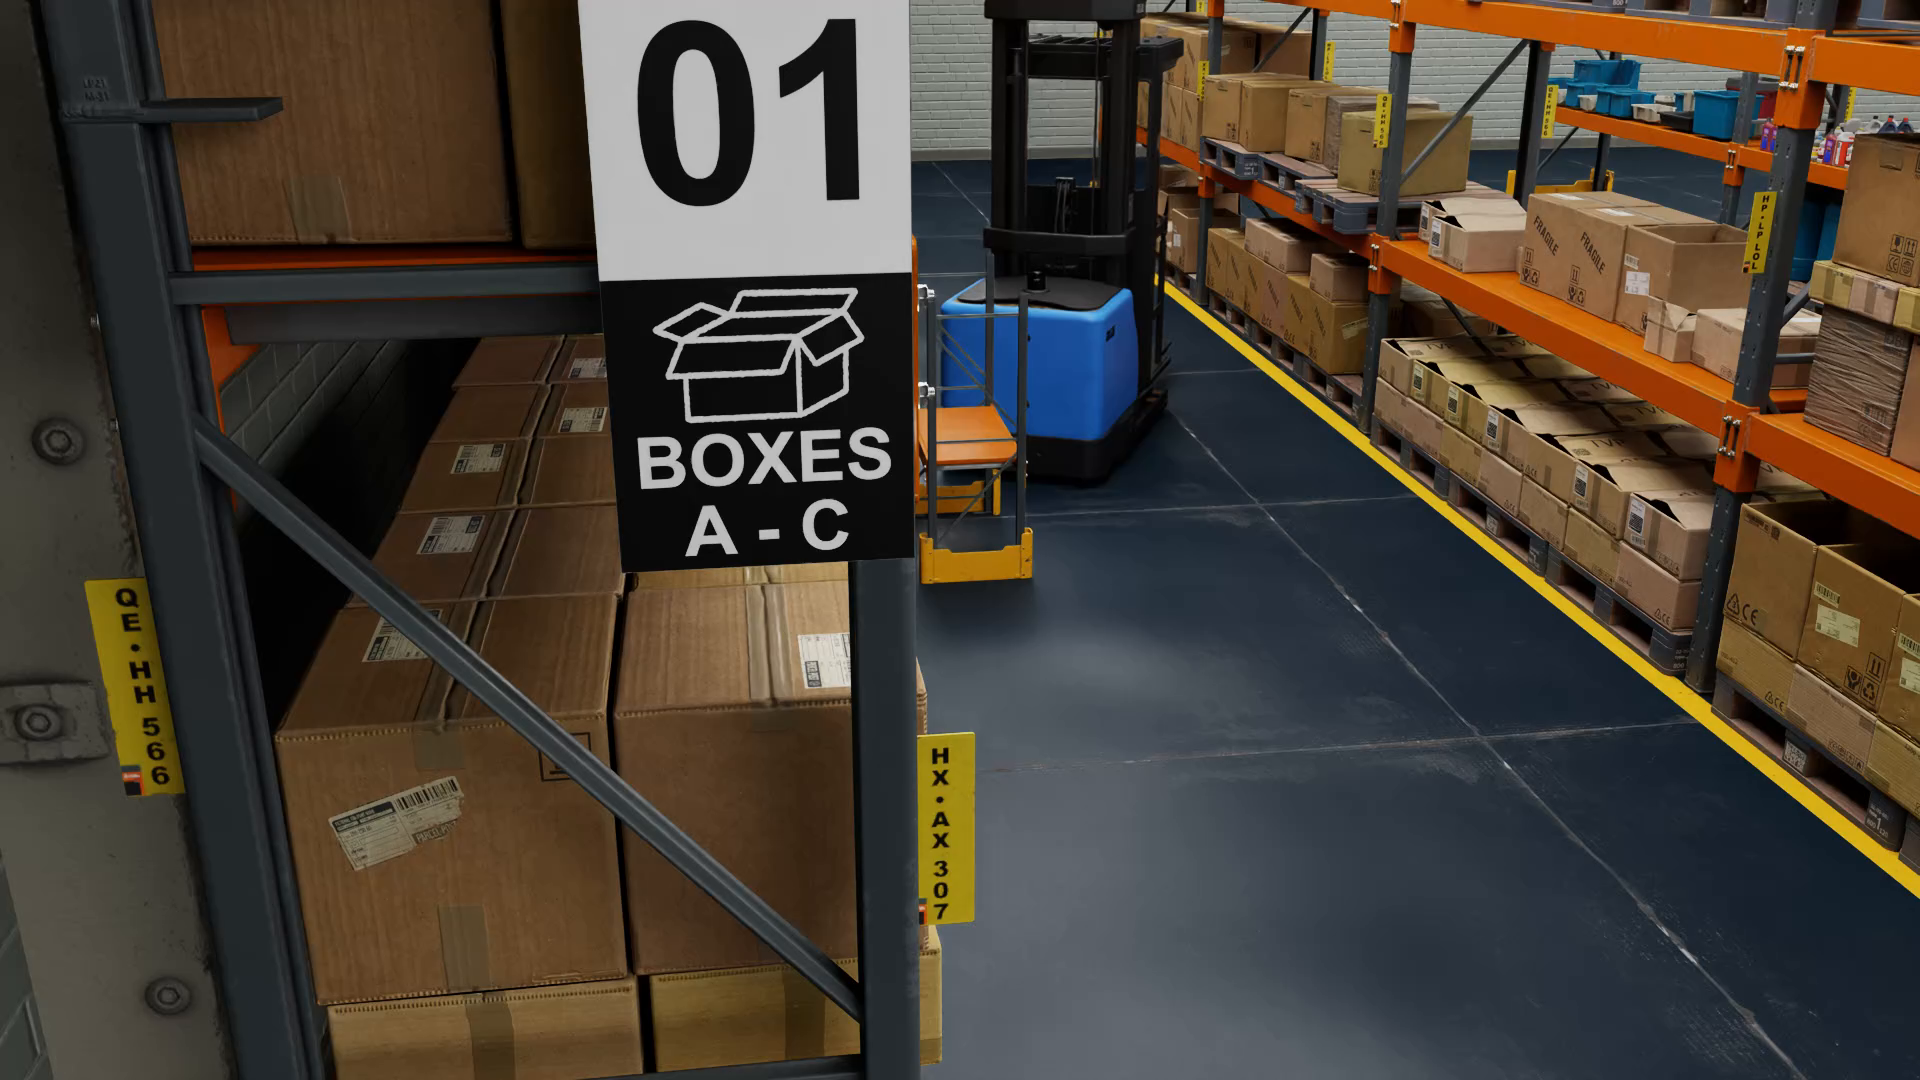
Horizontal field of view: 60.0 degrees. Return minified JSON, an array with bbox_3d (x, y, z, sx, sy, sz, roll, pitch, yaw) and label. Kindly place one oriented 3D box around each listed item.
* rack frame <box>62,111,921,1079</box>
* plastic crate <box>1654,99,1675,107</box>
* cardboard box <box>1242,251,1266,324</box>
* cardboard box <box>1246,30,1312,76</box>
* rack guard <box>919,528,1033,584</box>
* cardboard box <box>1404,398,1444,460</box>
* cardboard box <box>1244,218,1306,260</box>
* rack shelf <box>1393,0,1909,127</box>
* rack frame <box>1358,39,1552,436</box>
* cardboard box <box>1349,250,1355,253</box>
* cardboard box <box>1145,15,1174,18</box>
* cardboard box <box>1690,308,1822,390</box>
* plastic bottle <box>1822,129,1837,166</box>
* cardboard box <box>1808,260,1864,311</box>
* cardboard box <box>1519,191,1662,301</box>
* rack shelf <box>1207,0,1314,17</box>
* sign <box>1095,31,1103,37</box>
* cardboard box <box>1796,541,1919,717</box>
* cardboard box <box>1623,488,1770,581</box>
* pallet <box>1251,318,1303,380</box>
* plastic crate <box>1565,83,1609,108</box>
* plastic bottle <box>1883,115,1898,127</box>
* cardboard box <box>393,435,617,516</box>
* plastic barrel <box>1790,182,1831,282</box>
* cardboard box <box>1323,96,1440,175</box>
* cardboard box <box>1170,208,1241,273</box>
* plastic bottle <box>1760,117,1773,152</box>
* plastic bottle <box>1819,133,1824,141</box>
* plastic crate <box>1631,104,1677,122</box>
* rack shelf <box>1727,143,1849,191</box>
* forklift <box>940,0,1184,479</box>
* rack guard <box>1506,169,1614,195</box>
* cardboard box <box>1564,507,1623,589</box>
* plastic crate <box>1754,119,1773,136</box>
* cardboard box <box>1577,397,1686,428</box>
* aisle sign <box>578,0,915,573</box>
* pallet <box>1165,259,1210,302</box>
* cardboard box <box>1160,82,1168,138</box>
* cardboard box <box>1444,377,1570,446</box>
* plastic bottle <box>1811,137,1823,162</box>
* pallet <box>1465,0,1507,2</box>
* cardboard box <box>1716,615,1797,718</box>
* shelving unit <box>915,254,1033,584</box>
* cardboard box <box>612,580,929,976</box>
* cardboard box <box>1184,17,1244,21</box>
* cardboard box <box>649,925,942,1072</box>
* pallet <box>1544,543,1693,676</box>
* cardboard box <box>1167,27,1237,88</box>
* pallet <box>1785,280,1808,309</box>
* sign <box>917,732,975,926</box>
[{"bbox_3d":[-0.564,0.873,2.592,1.000,3.000,0.127,-3,21,-8],"label":"rack frame"},{"bbox_3d":[7.382,-4.500,17.268,0.298,0.136,0.250,-3,21,-8],"label":"plastic crate"},{"bbox_3d":[2.588,-2.031,13.310,0.500,0.500,0.500,-3,21,-7],"label":"cardboard box"},{"bbox_3d":[2.818,-4.225,14.671,0.500,0.500,0.500,-2,21,-6],"label":"cardboard box"},{"bbox_3d":[0.083,0.082,8.640,0.587,0.250,0.087,-3,21,-8],"label":"rack guard"},{"bbox_3d":[3.042,-0.686,10.097,0.500,0.250,0.500,-3,21,-9],"label":"cardboard box"},{"bbox_3d":[2.580,-2.393,13.209,0.500,0.250,0.500,-3,21,-8],"label":"cardboard box"},{"bbox_3d":[3.472,-2.524,8.427,1.077,0.370,4.000,-3,21,-8],"label":"rack shelf"},{"bbox_3d":[3.184,-2.148,10.680,1.000,3.000,0.127,-3,21,-8],"label":"rack frame"},{"bbox_3d":[3.097,-2.066,13.405,0.500,0.500,0.500,-3,21,-7],"label":"cardboard box"},{"bbox_3d":[1.917,-5.086,16.973,0.500,0.500,0.500,-3,21,-7],"label":"cardboard box"},{"bbox_3d":[3.646,-0.861,7.449,0.500,0.250,0.500,-2,21,-4],"label":"cardboard box"},{"bbox_3d":[7.268,-3.271,13.853,0.061,0.283,0.133,-3,21,-8],"label":"plastic bottle"},{"bbox_3d":[3.607,-1.011,6.566,0.380,0.149,0.250,-3,21,-8],"label":"cardboard box"},{"bbox_3d":[3.442,-1.615,9.109,0.500,0.500,0.500,-4,21,-11],"label":"cardboard box"},{"bbox_3d":[2.319,-5.294,15.843,1.077,0.370,4.000,-3,21,-8],"label":"rack shelf"},{"bbox_3d":[1.494,-5.296,17.871,0.100,0.325,0.005,-3,21,-8],"label":"sign"},{"bbox_3d":[3.597,0.326,6.314,0.500,0.500,0.500,-3,21,-8],"label":"cardboard box"},{"bbox_3d":[3.418,-0.060,7.618,0.500,0.311,0.500,-3,21,-8],"label":"cardboard box"},{"bbox_3d":[2.941,-1.524,12.994,1.003,0.211,1.213,-3,21,-8],"label":"pallet"},{"bbox_3d":[6.737,-4.786,17.897,0.416,0.233,0.300,-3,21,-8],"label":"plastic crate"},{"bbox_3d":[7.966,-3.457,14.254,0.144,0.351,0.185,-3,21,-8],"label":"plastic bottle"},{"bbox_3d":[-0.984,0.077,3.838,0.500,0.500,0.500,-3,21,-9],"label":"cardboard box"},{"bbox_3d":[7.571,-2.806,14.841,0.600,0.901,0.708,-3,21,-8],"label":"plastic barrel"},{"bbox_3d":[3.039,-2.930,12.031,0.700,0.500,0.500,1,20,2],"label":"cardboard box"},{"bbox_3d":[2.244,-2.751,15.238,0.500,0.500,0.500,-3,21,-8],"label":"cardboard box"},{"bbox_3d":[7.140,-3.578,14.676,0.061,0.283,0.133,-3,21,-8],"label":"plastic bottle"},{"bbox_3d":[7.373,-3.395,14.303,0.097,0.201,0.097,0,20,0],"label":"plastic bottle"},{"bbox_3d":[6.961,-4.274,16.663,0.293,0.136,0.466,-3,21,-8],"label":"plastic crate"},{"bbox_3d":[7.798,-2.752,13.325,1.077,0.370,4.000,-3,21,-8],"label":"rack shelf"},{"bbox_3d":[0.812,-2.222,10.977,1.130,2.935,3.031,7,21,17],"label":"forklift"},{"bbox_3d":[6.916,-4.003,19.219,1.175,0.500,0.348,-3,21,-8],"label":"rack guard"},{"bbox_3d":[3.343,0.024,8.194,0.500,0.250,0.500,-3,21,-9],"label":"cardboard box"},{"bbox_3d":[7.584,-3.854,15.540,0.396,0.136,0.243,-3,21,-8],"label":"plastic crate"},{"bbox_3d":[3.724,-0.622,9.123,0.500,0.311,0.500,-2,21,-6],"label":"cardboard box"},{"bbox_3d":[-0.257,-0.335,2.111,0.394,0.787,0.004,-3,21,-8],"label":"aisle sign"},{"bbox_3d":[2.509,-2.464,15.513,1.003,0.211,1.213,-3,21,-8],"label":"pallet"},{"bbox_3d":[2.129,-4.096,15.753,0.500,0.500,0.500,-2,21,-7],"label":"cardboard box"},{"bbox_3d":[3.124,-0.765,9.506,0.500,0.311,0.500,-3,21,-9],"label":"cardboard box"},{"bbox_3d":[7.256,-3.307,14.067,0.097,0.201,0.097,0,20,0],"label":"plastic bottle"},{"bbox_3d":[3.370,-3.234,9.571,1.213,0.211,1.003,-2,21,-5],"label":"pallet"},{"bbox_3d":[3.527,0.504,6.909,0.500,0.250,0.500,-3,21,-8],"label":"cardboard box"},{"bbox_3d":[0.011,-0.676,8.883,0.587,1.500,1.083,-3,21,-8],"label":"shelving unit"},{"bbox_3d":[-0.336,0.402,2.966,0.500,0.500,0.500,-3,21,-8],"label":"cardboard box"},{"bbox_3d":[2.520,-4.939,16.580,0.500,0.500,0.500,-2,21,-6],"label":"cardboard box"},{"bbox_3d":[-0.321,0.749,3.110,0.500,0.250,0.500,-4,21,-9],"label":"cardboard box"},{"bbox_3d":[3.616,0.290,8.138,1.003,0.211,1.213,-3,21,-8],"label":"pallet"},{"bbox_3d":[2.202,-4.387,15.104,0.500,0.500,0.500,-3,21,-9],"label":"cardboard box"},{"bbox_3d":[7.579,-2.206,14.821,1.003,0.211,1.213,-3,21,-8],"label":"pallet"},{"bbox_3d":[-0.027,0.440,2.514,0.100,0.325,0.005,-3,21,-8],"label":"sign"}]
